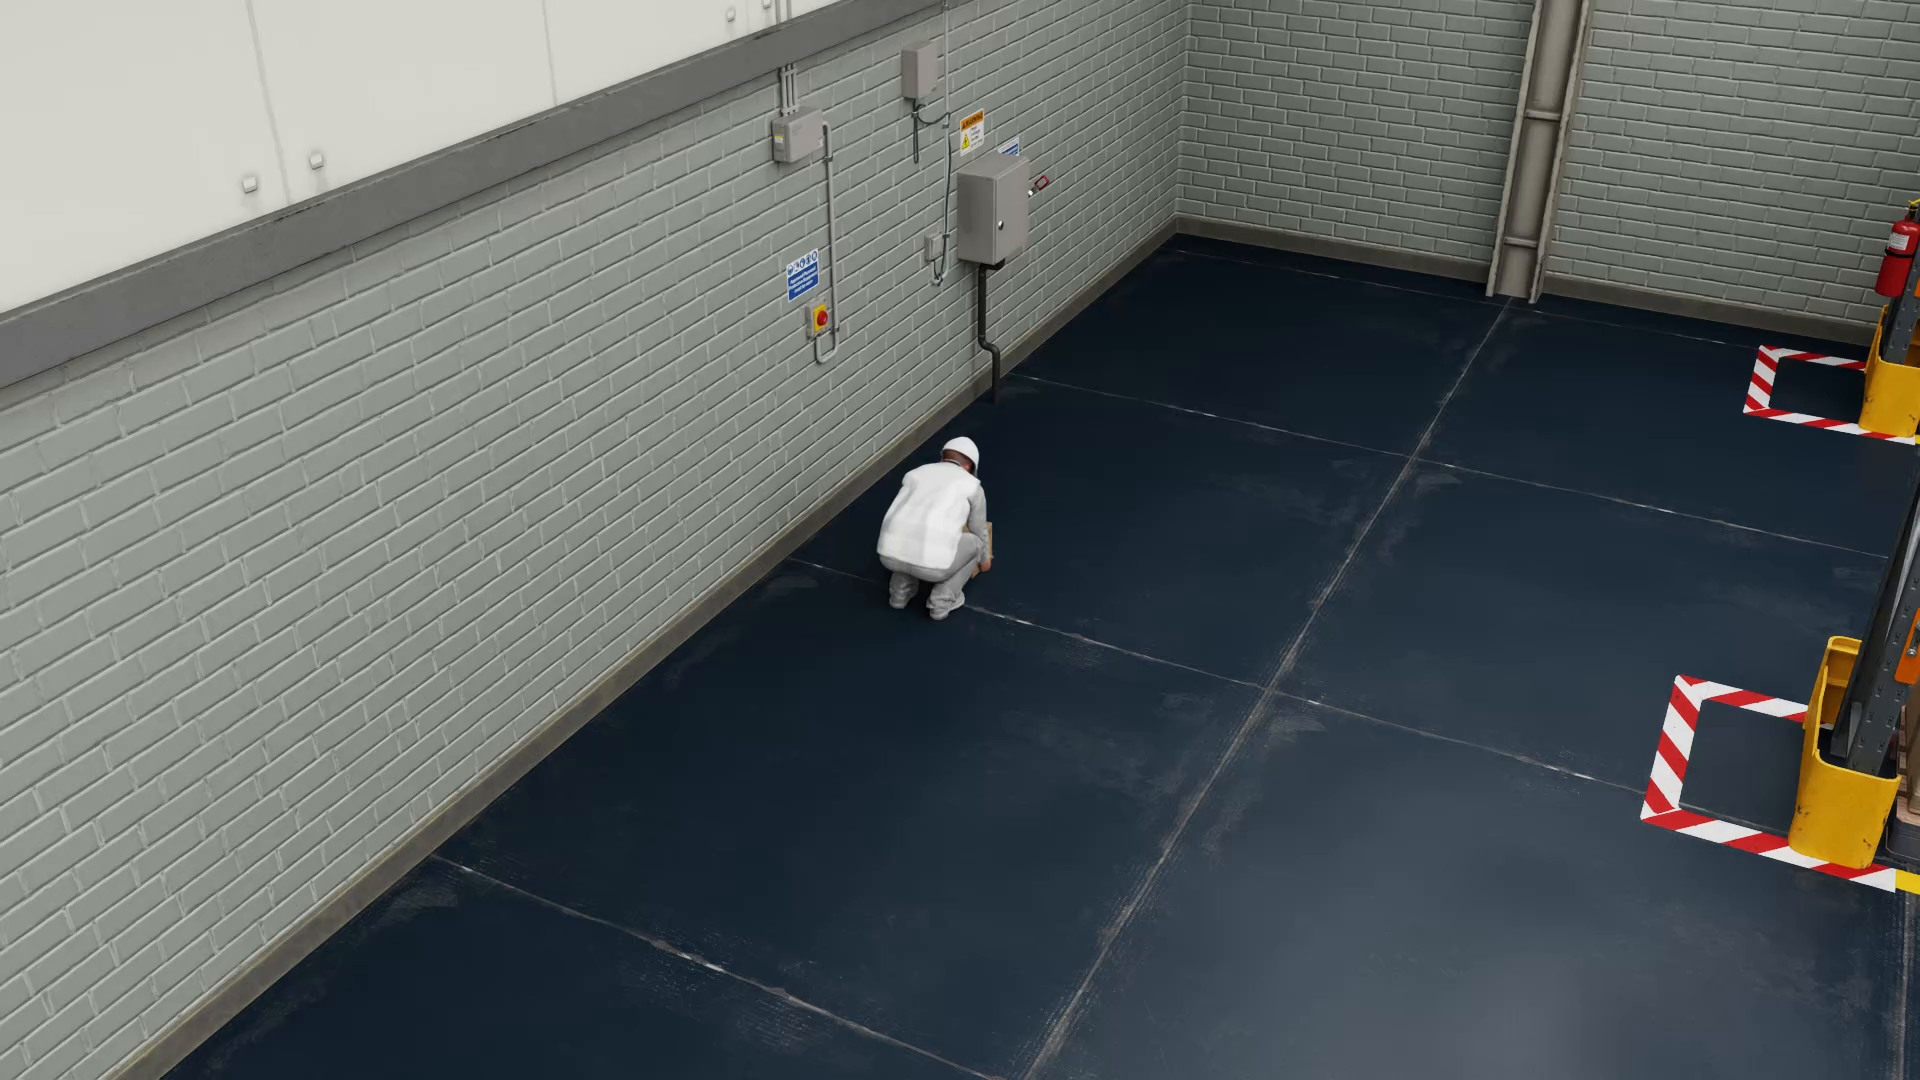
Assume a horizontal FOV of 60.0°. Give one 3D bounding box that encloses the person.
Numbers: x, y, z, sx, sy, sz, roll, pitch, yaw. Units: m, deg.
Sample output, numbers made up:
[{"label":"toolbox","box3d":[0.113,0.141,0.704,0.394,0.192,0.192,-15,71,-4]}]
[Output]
[{"label":"person","box3d":[-0.117,-0.045,9.393,0.509,0.797,0.982,14,33,22]}]
